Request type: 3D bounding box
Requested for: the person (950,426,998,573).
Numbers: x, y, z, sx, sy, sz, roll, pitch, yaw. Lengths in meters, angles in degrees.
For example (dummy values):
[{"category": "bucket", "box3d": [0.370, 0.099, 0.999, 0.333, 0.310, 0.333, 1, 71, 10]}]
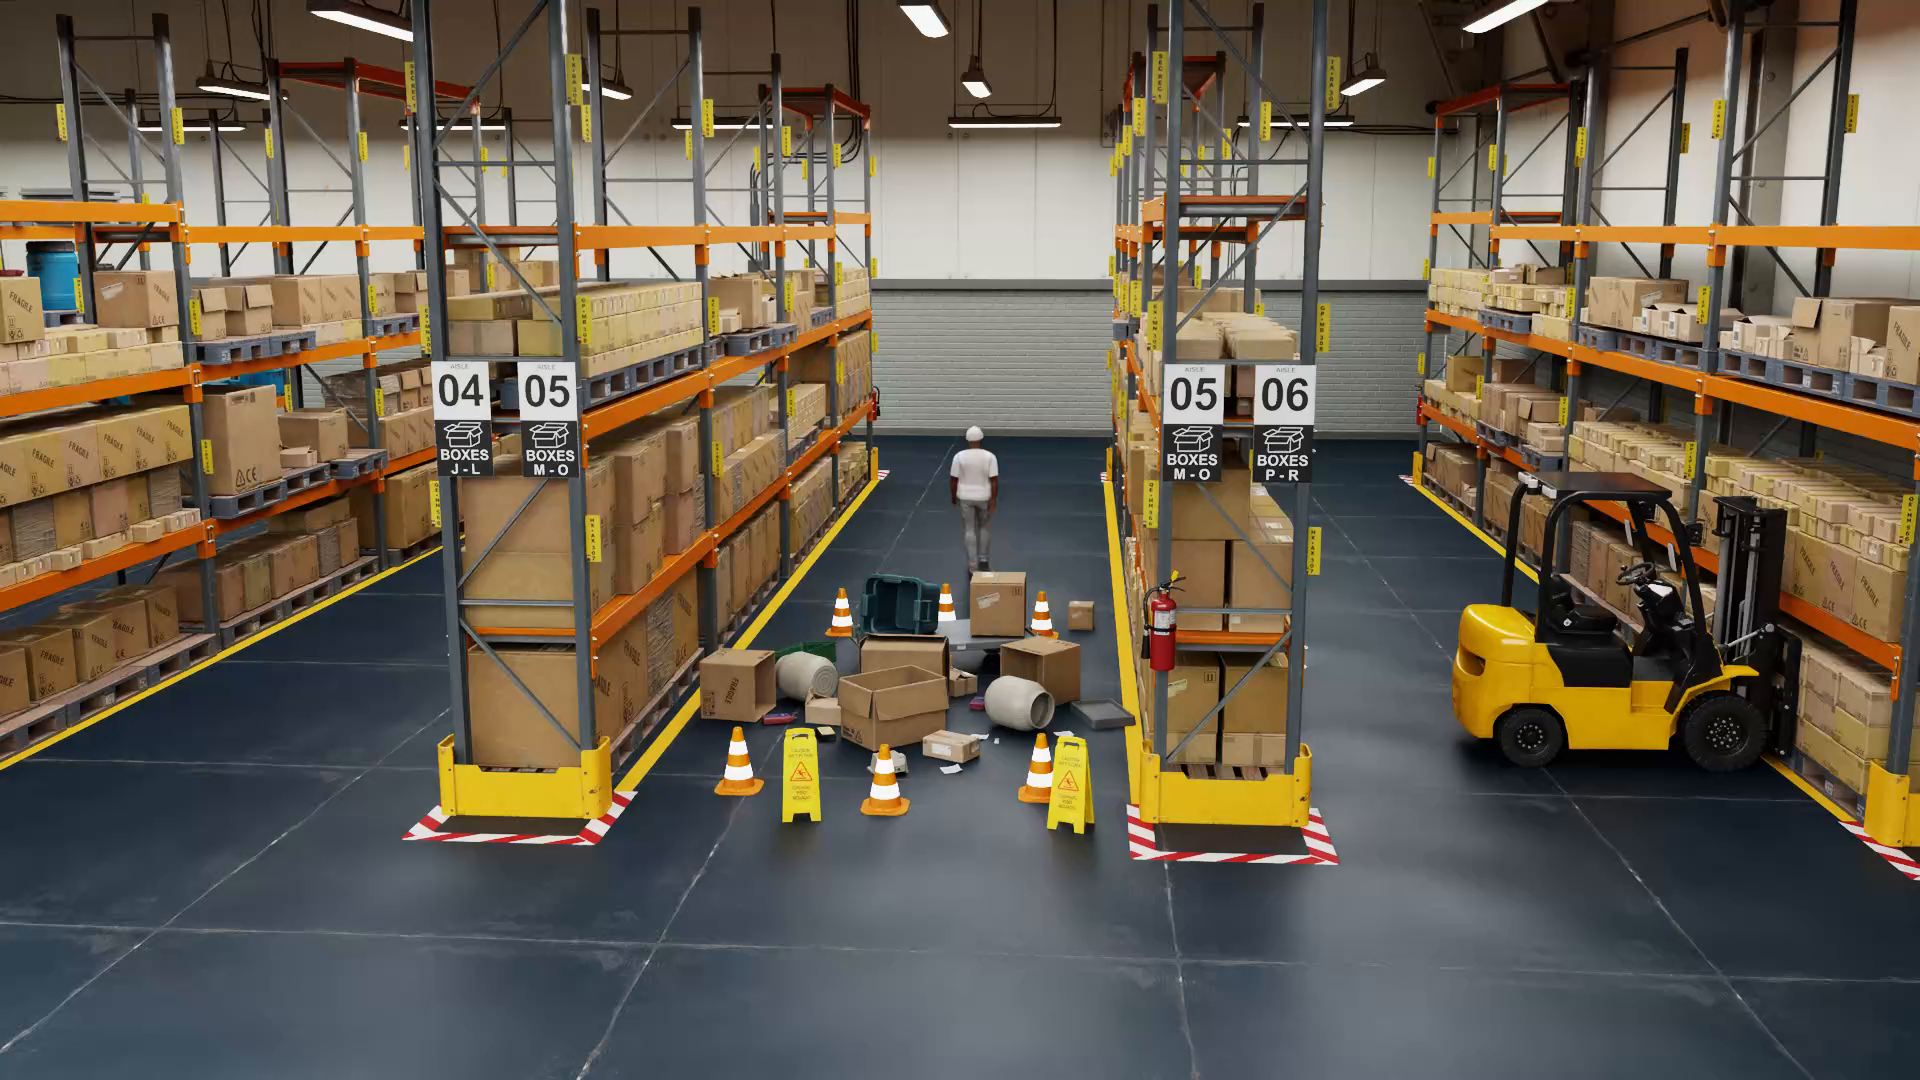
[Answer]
[{"category": "person", "box3d": [0.162, -0.524, 20.065, 0.571, 1.736, 0.928, 0, 11, -3]}]
